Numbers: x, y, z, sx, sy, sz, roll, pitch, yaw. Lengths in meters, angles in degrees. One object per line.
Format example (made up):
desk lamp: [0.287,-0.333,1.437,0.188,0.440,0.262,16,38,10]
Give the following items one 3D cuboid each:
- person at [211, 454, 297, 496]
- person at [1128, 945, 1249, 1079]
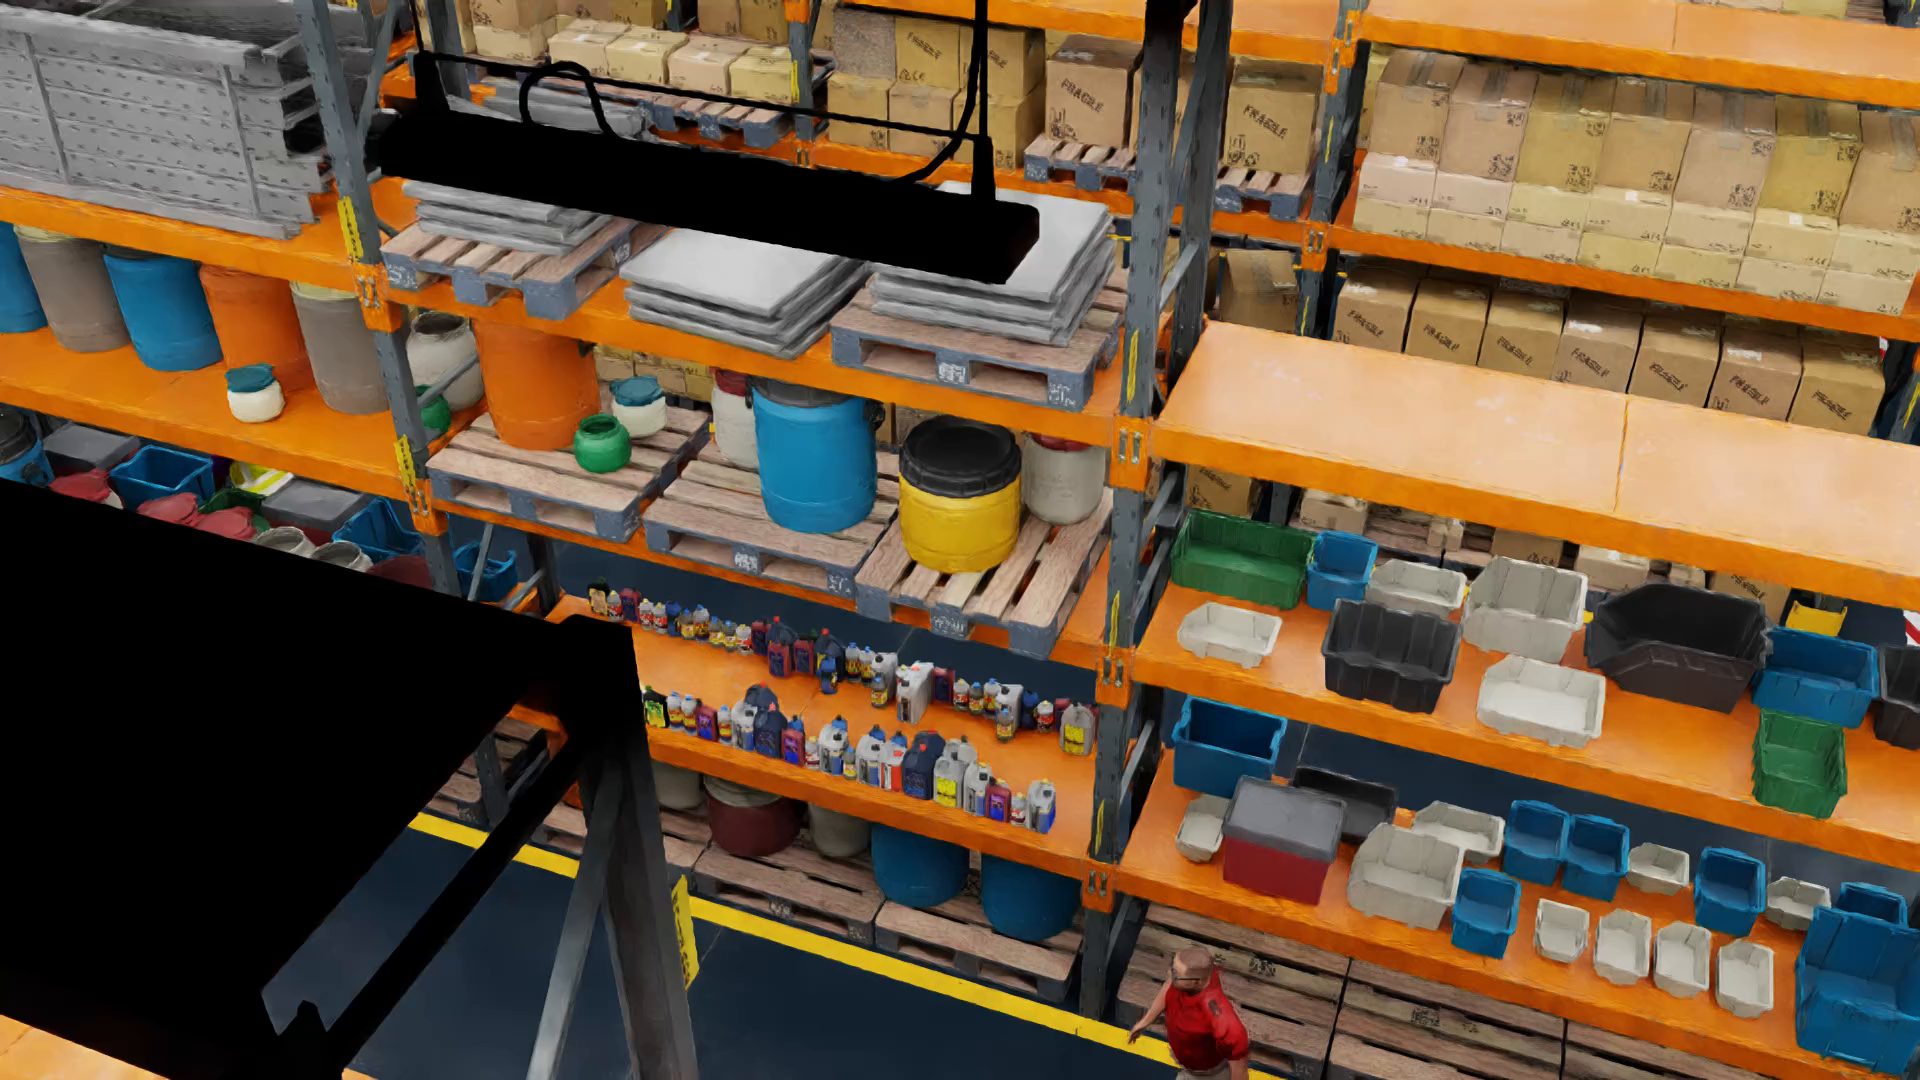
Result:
person: [-5.190,-0.376,12.437,0.863,1.614,0.571,20,41,24]
person: [1.225,2.630,8.421,0.725,1.677,0.667,-3,37,-4]
